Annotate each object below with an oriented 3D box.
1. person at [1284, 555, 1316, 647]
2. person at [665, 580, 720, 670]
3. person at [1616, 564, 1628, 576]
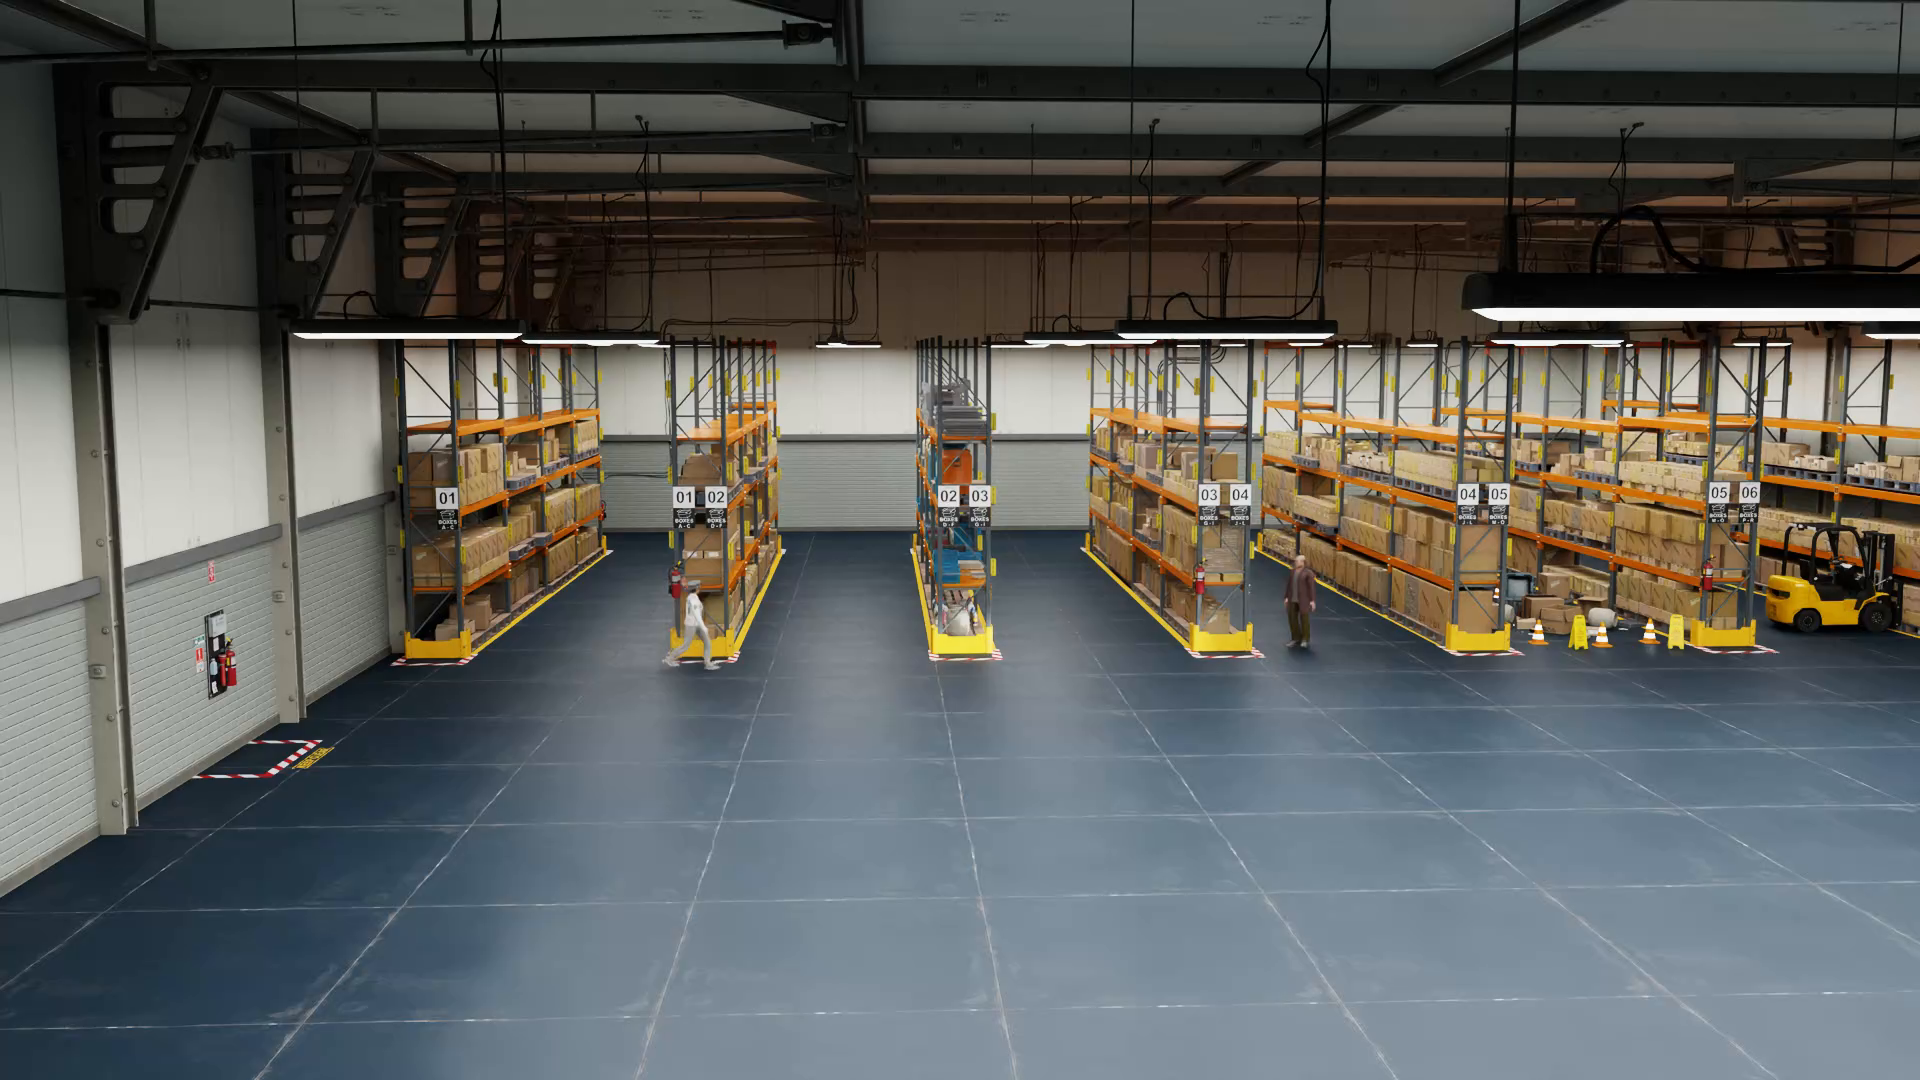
[{"bbox_3d":[6.579,1.197,32.169,0.685,1.823,0.403,6,9,41],"label":"person"},{"bbox_3d":[-4.789,1.528,29.828,0.932,1.617,0.416,2,7,16],"label":"person"},{"bbox_3d":[16.110,0.302,40.318,0.621,1.722,0.532,5,8,38],"label":"person"}]
